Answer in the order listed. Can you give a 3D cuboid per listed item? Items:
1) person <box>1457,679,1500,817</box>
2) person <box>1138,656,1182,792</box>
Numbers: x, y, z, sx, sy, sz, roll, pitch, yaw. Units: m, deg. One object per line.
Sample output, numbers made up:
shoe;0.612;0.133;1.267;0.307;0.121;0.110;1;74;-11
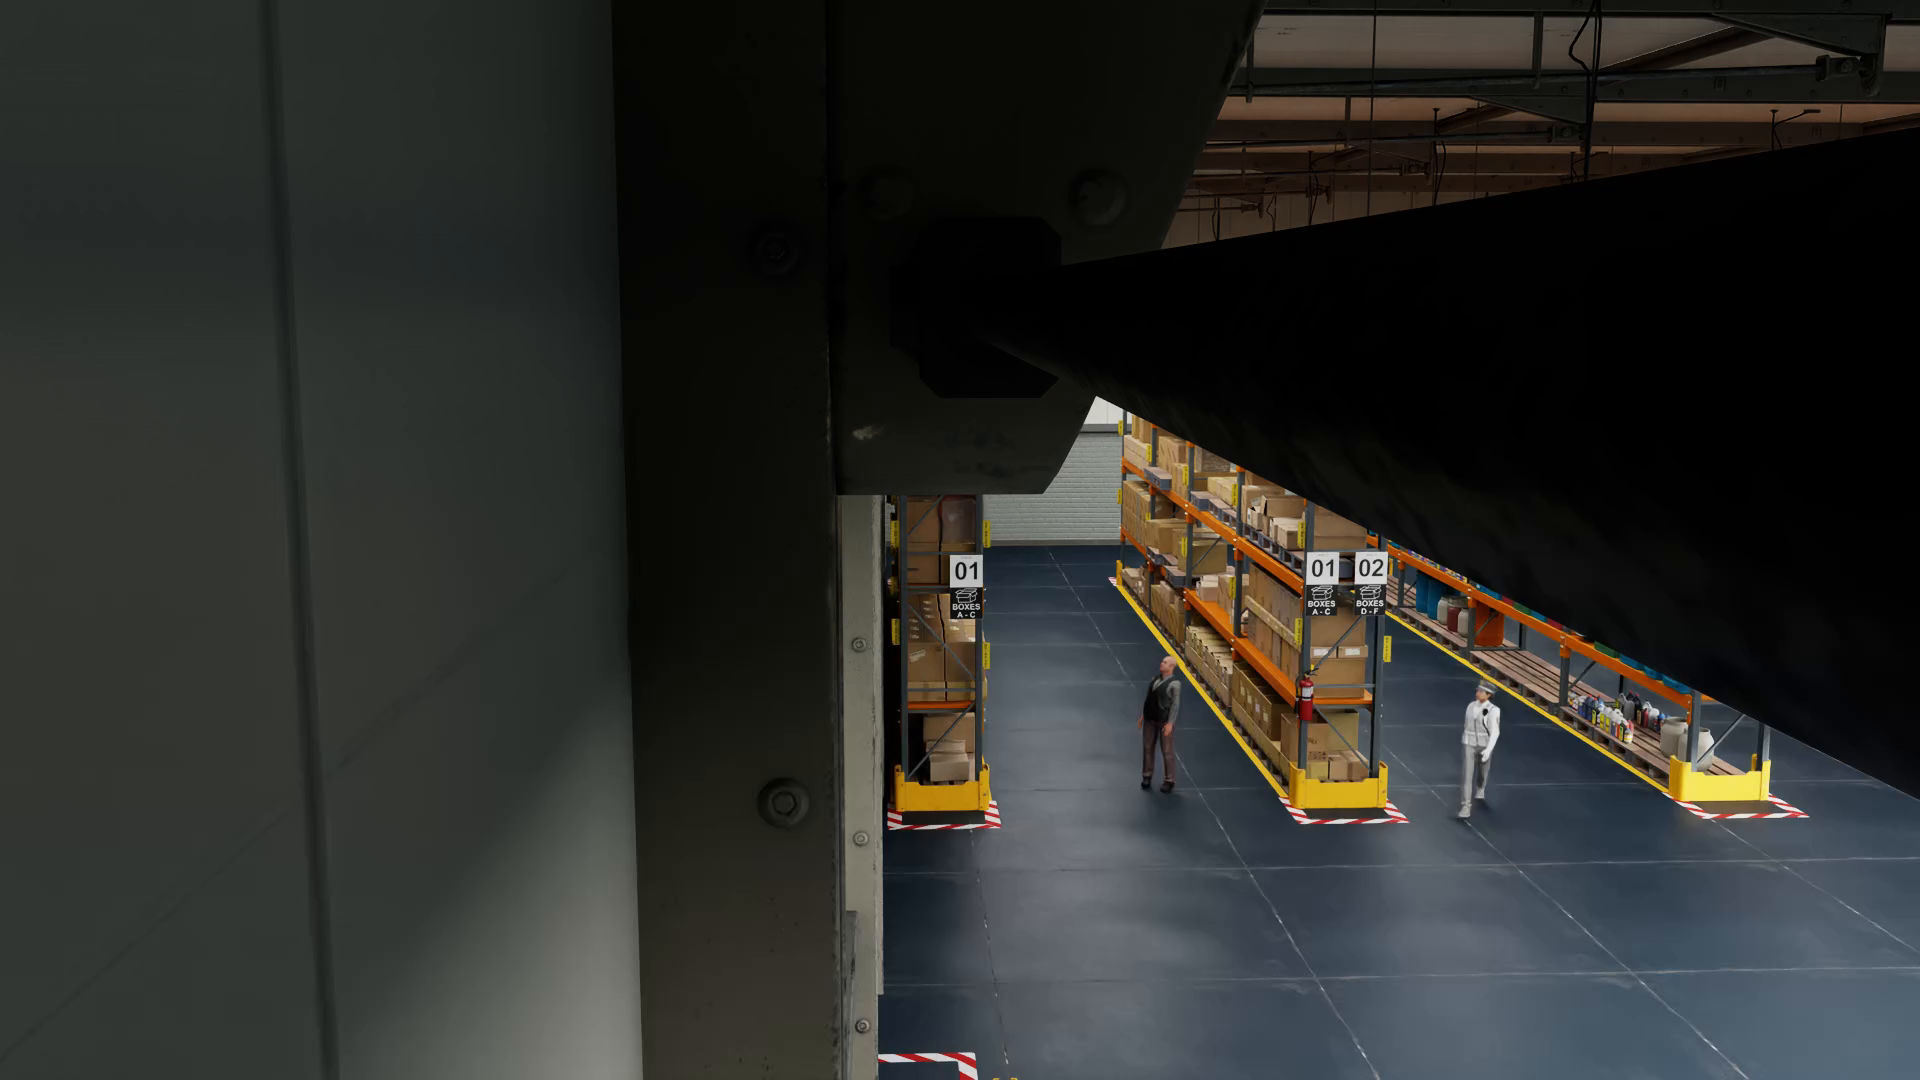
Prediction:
person;6.353;2.522;20.406;0.474;1.634;0.997;2;9;12
person;2.578;2.341;21.383;0.582;1.713;0.430;7;11;38
